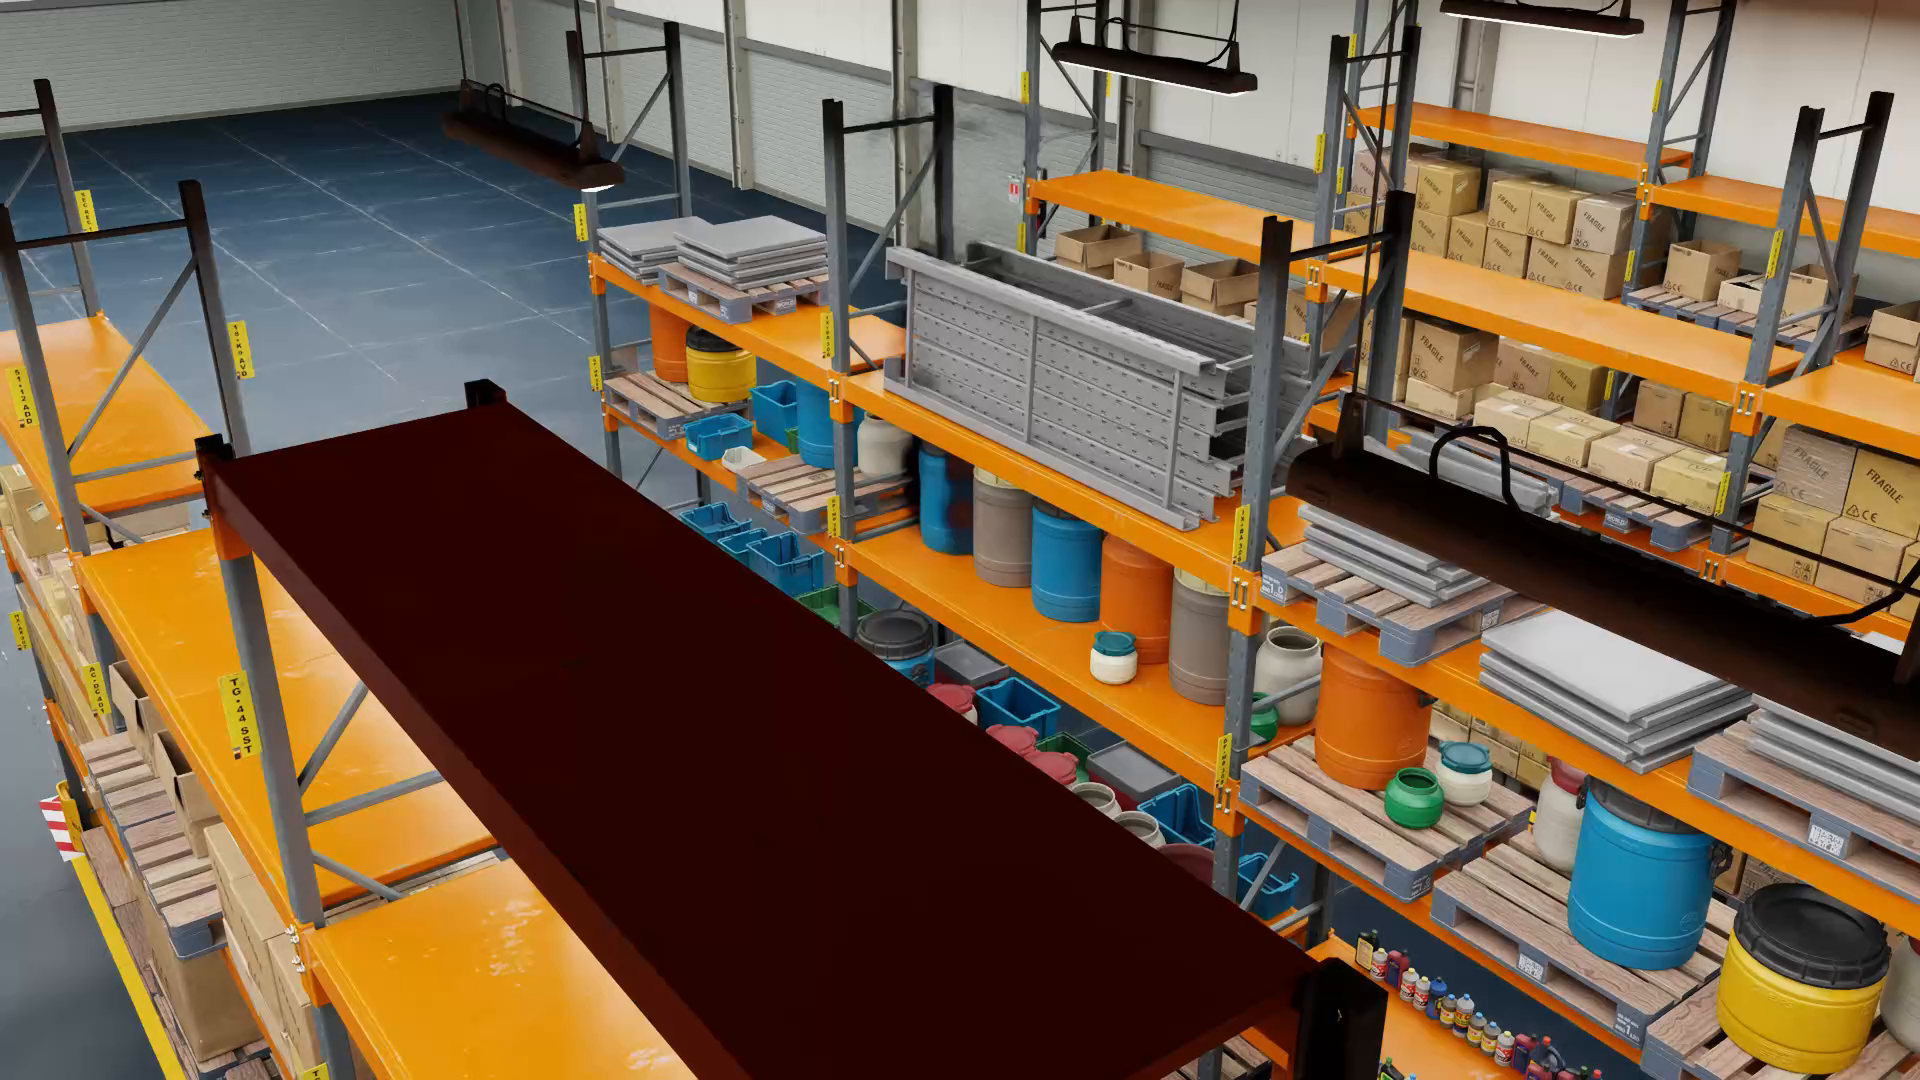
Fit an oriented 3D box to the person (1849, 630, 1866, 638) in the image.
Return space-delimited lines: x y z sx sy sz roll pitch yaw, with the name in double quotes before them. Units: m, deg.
"person" 7.192 1.528 13.709 0.705 1.644 0.661 -21 32 -38
